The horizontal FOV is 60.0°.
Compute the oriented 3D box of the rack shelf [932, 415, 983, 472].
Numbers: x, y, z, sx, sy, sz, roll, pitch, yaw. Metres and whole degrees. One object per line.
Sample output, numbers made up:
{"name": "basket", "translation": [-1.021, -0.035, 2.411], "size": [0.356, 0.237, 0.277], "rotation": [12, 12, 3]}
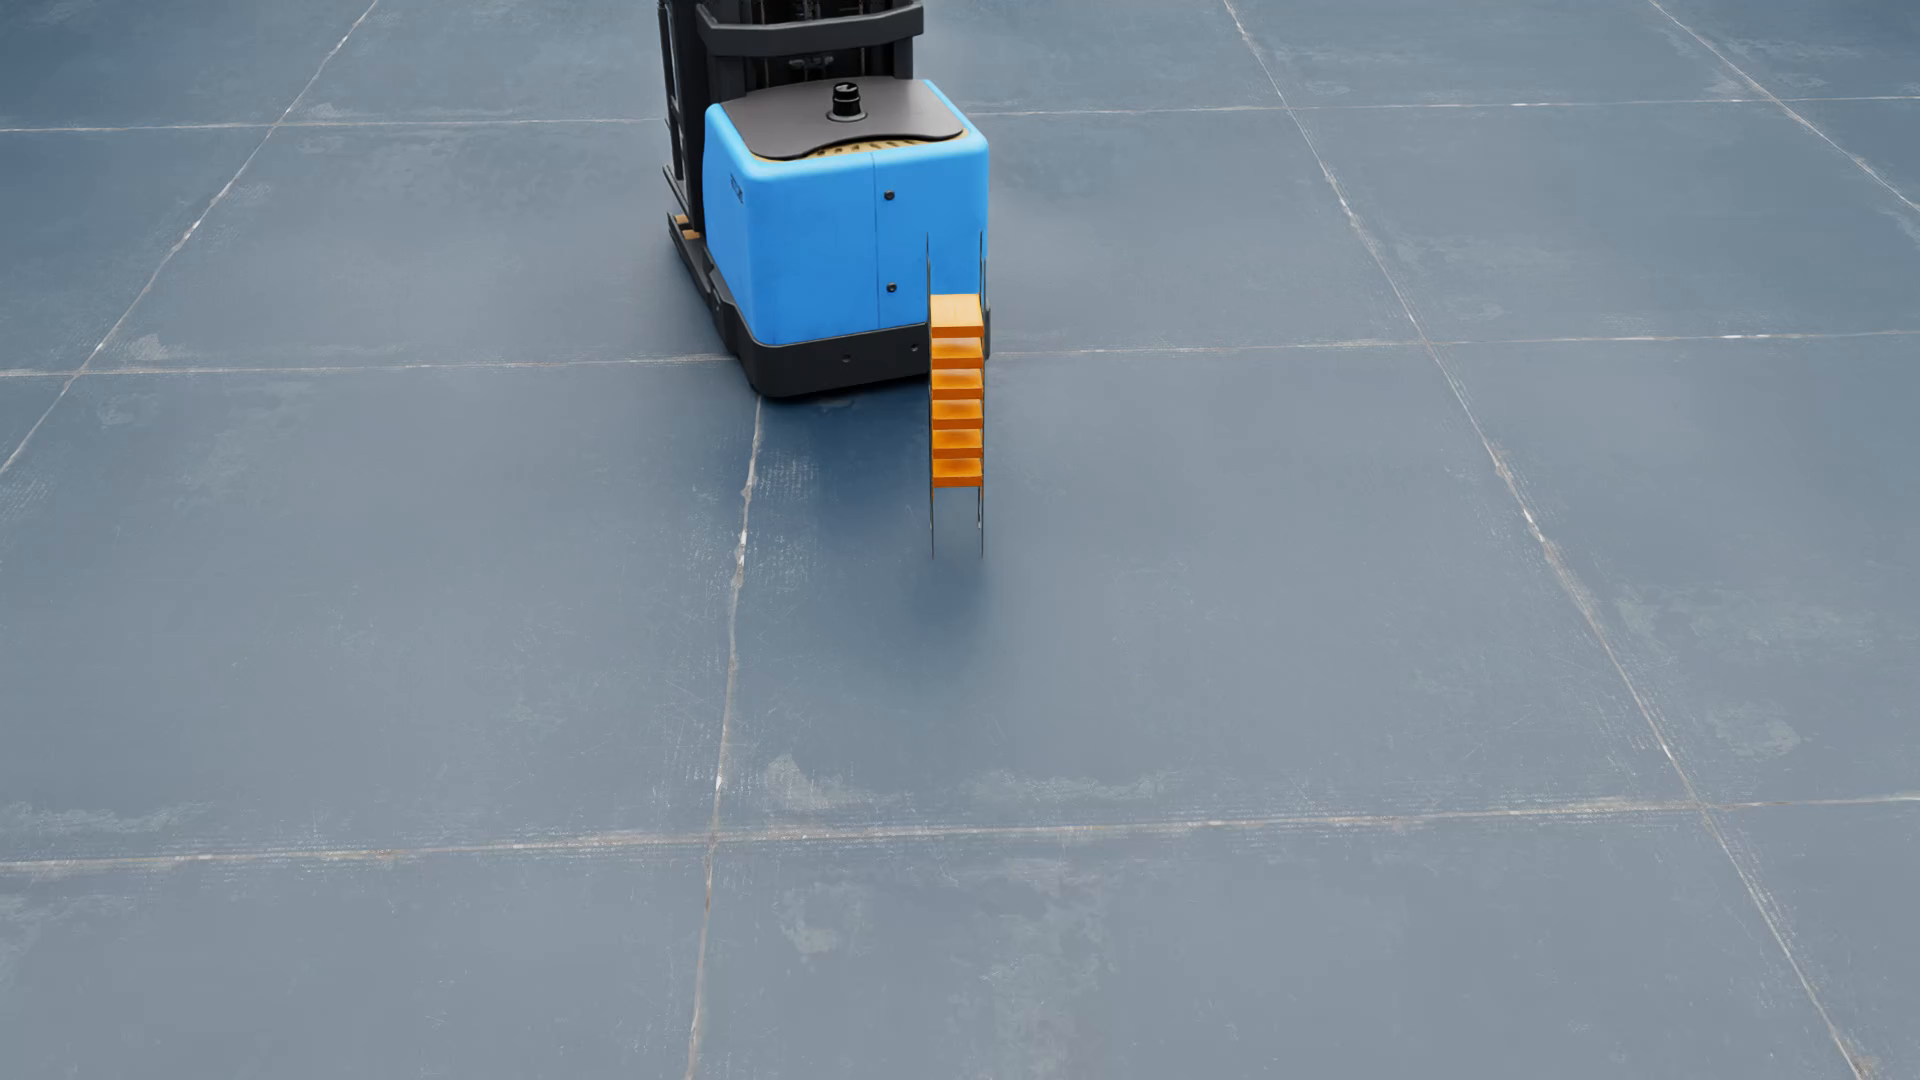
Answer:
{"name": "rack shelf", "translation": [-0.014, -0.358, 6.002], "size": [0.180, 0.103, 0.258], "rotation": [-2, 35, -2]}

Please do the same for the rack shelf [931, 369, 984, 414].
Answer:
{"name": "rack shelf", "translation": [-0.014, -0.555, 5.865], "size": [0.180, 0.103, 0.258], "rotation": [-2, 35, -2]}

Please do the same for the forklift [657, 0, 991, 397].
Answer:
{"name": "forklift", "translation": [-0.828, -2.641, 7.491], "size": [1.130, 2.935, 3.031], "rotation": [-11, 36, -16]}

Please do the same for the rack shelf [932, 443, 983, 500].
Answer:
{"name": "rack shelf", "translation": [-0.014, -0.259, 6.070], "size": [0.180, 0.103, 0.258], "rotation": [-2, 35, -2]}

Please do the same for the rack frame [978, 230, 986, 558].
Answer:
{"name": "rack frame", "translation": [0.077, -0.495, 5.912], "size": [0.006, 1.200, 0.240], "rotation": [-2, 35, -2]}

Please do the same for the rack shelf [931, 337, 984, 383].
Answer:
{"name": "rack shelf", "translation": [-0.014, -0.654, 5.797], "size": [0.180, 0.103, 0.258], "rotation": [-2, 35, -2]}

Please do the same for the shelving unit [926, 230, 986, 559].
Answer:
{"name": "shelving unit", "translation": [-0.014, -0.493, 5.908], "size": [0.189, 1.200, 0.258], "rotation": [-2, 35, -2]}

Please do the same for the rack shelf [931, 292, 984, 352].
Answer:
{"name": "rack shelf", "translation": [-0.014, -0.752, 5.728], "size": [0.180, 0.103, 0.258], "rotation": [-2, 35, -2]}

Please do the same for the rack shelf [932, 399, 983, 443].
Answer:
{"name": "rack shelf", "translation": [-0.014, -0.456, 5.933], "size": [0.180, 0.103, 0.258], "rotation": [-2, 35, -2]}

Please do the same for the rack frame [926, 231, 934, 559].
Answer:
{"name": "rack frame", "translation": [-0.106, -0.491, 5.904], "size": [0.006, 1.200, 0.240], "rotation": [-2, 35, -2]}
